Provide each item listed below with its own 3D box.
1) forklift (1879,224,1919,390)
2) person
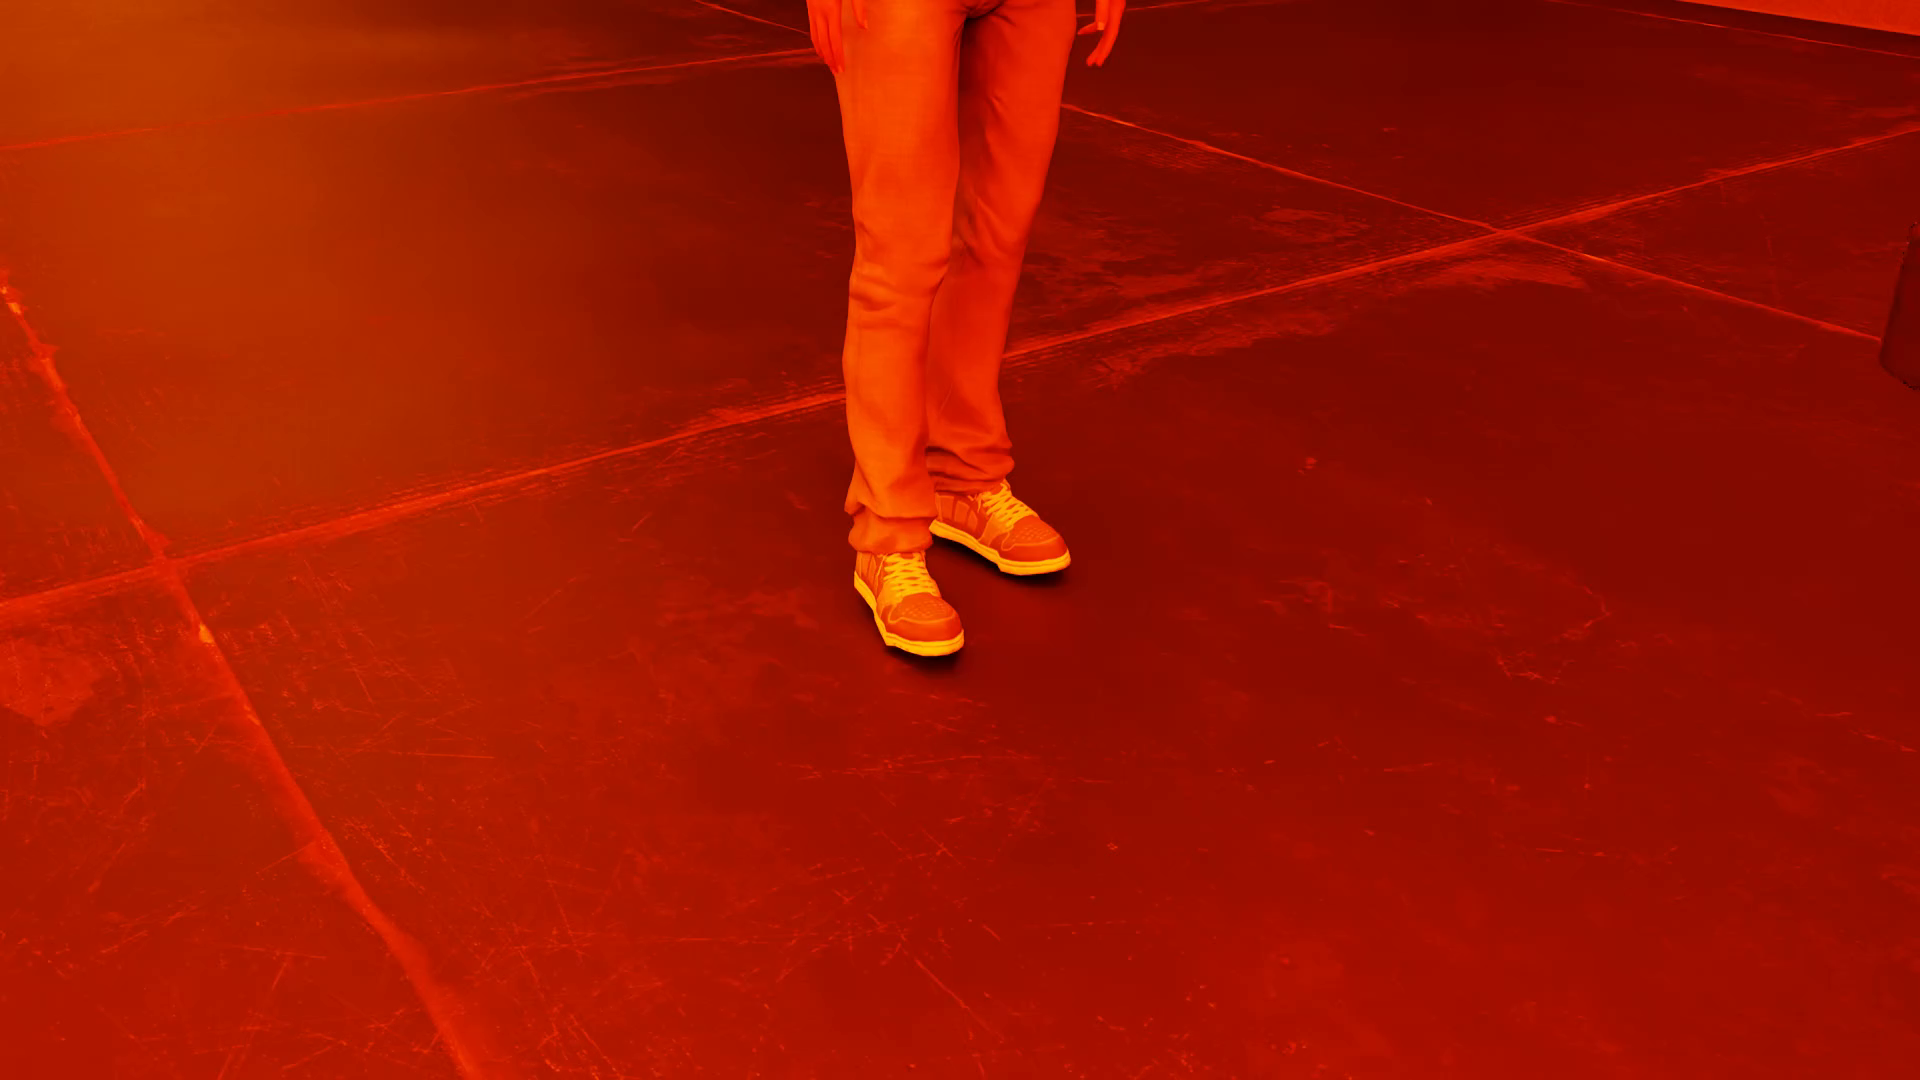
[{"bbox_3d":[3.185,-1.423,2.068,3.031,2.935,1.130,-3,27,-5],"label":"forklift"},{"bbox_3d":[0.031,-0.690,2.078,0.521,1.596,0.475,-17,31,-31],"label":"person"}]
